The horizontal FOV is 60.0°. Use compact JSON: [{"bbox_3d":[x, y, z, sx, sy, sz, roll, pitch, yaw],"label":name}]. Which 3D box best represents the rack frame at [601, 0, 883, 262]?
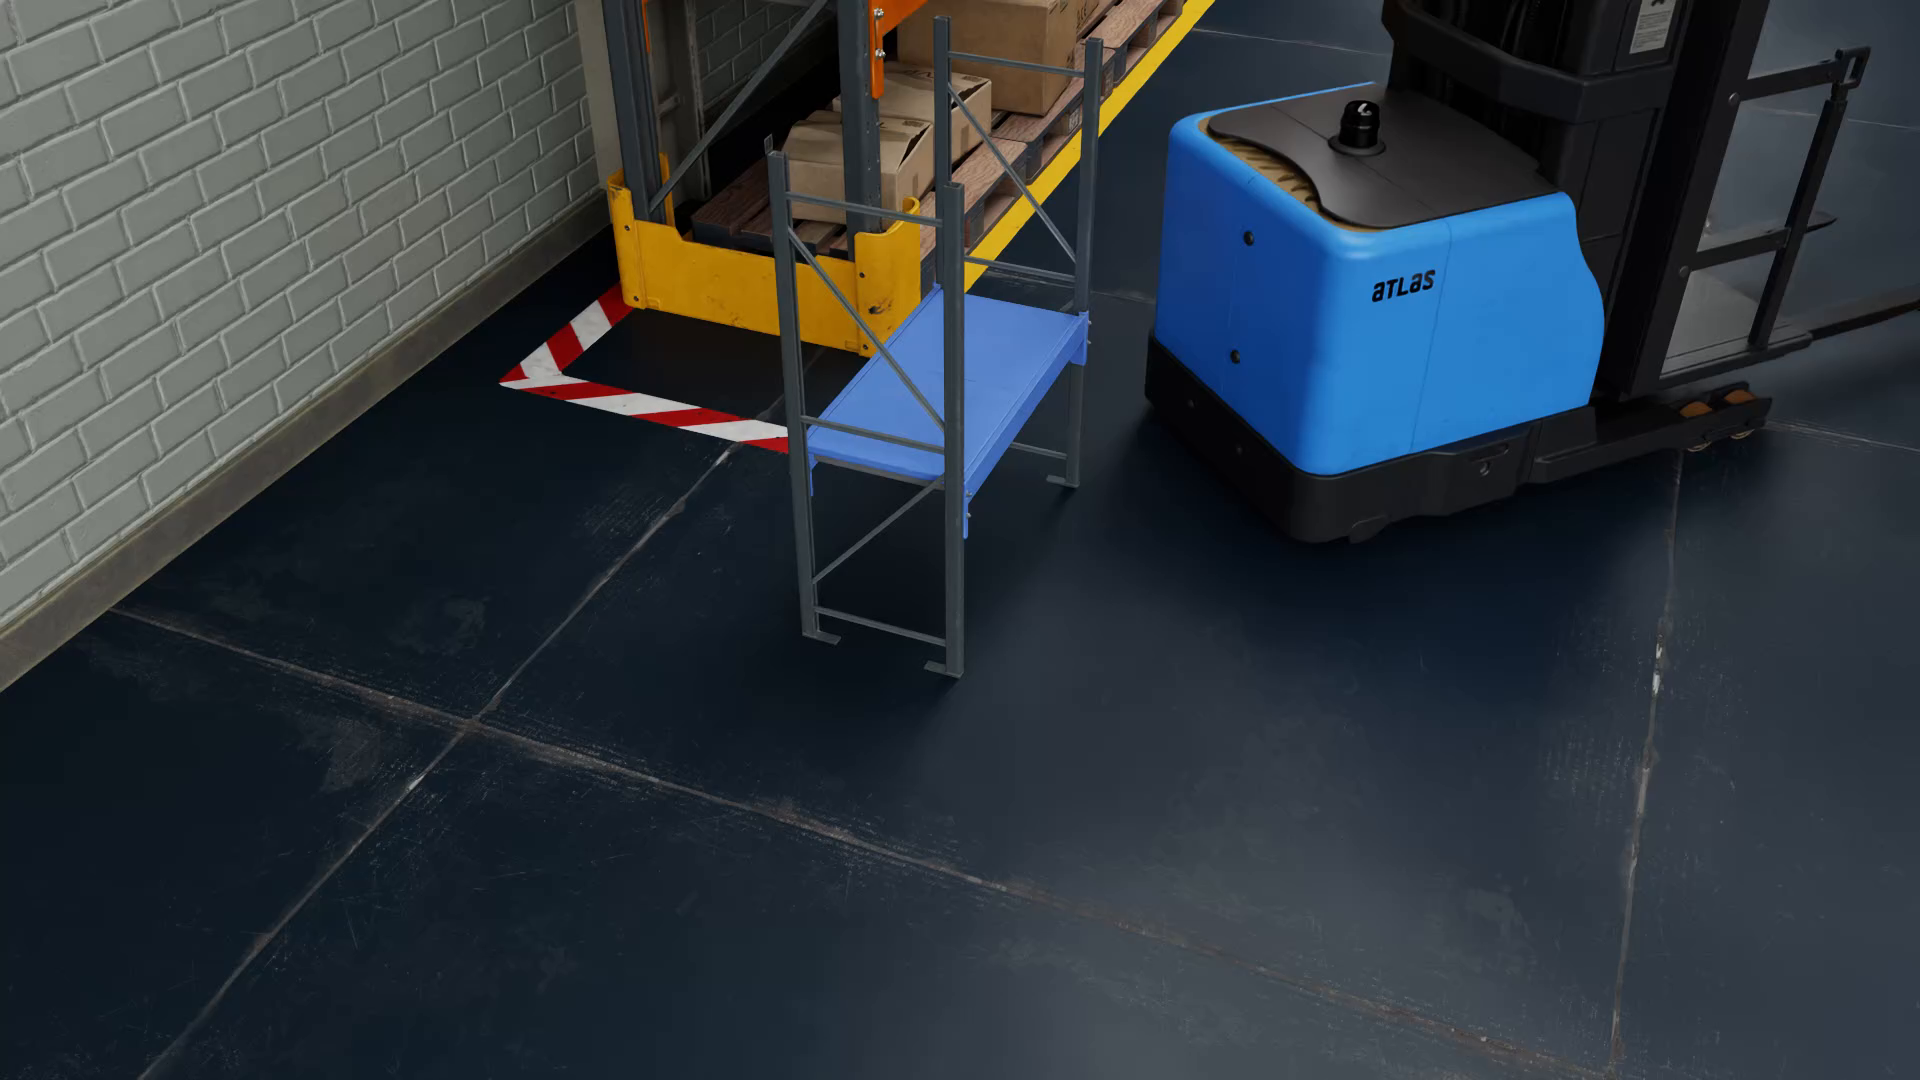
[{"bbox_3d":[-0.763,-2.045,5.480,1.000,3.000,0.127,14,39,18],"label":"rack frame"}]

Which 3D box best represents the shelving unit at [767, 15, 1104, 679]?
[{"bbox_3d":[-0.032,-0.554,4.738,0.538,1.500,1.048,14,39,18],"label":"shelving unit"}]

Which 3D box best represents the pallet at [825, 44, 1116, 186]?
[{"bbox_3d":[0.074,-2.085,7.863,1.003,0.211,1.213,14,39,18],"label":"pallet"}]

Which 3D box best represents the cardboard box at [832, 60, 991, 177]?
[{"bbox_3d":[-0.199,-1.822,7.061,0.500,0.311,0.500,17,40,21],"label":"cardboard box"}]

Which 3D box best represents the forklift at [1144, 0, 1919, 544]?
[{"bbox_3d":[2.207,-1.747,5.139,3.031,2.935,1.130,-15,39,-19],"label":"forklift"}]

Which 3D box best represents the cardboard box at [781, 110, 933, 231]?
[{"bbox_3d":[-0.416,-1.507,6.639,0.500,0.311,0.500,10,38,13],"label":"cardboard box"}]

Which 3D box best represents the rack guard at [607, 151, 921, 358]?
[{"bbox_3d":[-0.734,-1.086,6.285,1.175,0.500,0.348,14,39,18],"label":"rack guard"}]

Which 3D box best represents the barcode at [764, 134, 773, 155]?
[{"bbox_3d":[-0.779,-1.612,6.771,0.001,0.075,0.075,14,39,18],"label":"barcode"}]

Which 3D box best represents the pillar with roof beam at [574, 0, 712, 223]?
[{"bbox_3d":[2.685,-4.052,3.155,9.100,9.000,0.400,14,39,18],"label":"pillar with roof beam"}]

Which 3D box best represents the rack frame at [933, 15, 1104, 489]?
[{"bbox_3d":[0.161,-0.835,5.114,0.500,1.500,0.032,14,39,18],"label":"rack frame"}]

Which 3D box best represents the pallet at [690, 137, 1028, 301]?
[{"bbox_3d":[-0.392,-1.412,6.963,1.003,0.211,1.213,14,39,18],"label":"pallet"}]

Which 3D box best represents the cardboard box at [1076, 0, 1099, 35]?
[{"bbox_3d":[0.401,-2.851,8.279,0.500,0.500,0.500,11,38,14],"label":"cardboard box"}]

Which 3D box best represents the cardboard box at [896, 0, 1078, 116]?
[{"bbox_3d":[0.126,-2.293,7.533,0.700,0.500,0.500,11,38,15],"label":"cardboard box"}]

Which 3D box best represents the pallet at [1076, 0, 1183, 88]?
[{"bbox_3d":[0.536,-2.763,8.770,1.003,0.211,1.213,14,39,18],"label":"pallet"}]

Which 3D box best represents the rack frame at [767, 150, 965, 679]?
[{"bbox_3d":[-0.226,-0.272,4.361,0.500,1.500,0.032,14,39,18],"label":"rack frame"}]

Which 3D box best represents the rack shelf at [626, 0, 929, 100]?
[{"bbox_3d":[-0.002,-2.864,7.177,1.077,0.370,4.000,14,39,18],"label":"rack shelf"}]

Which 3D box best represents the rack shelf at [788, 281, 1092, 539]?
[{"bbox_3d":[-0.032,-0.409,4.845,0.538,0.185,1.000,14,39,18],"label":"rack shelf"}]
